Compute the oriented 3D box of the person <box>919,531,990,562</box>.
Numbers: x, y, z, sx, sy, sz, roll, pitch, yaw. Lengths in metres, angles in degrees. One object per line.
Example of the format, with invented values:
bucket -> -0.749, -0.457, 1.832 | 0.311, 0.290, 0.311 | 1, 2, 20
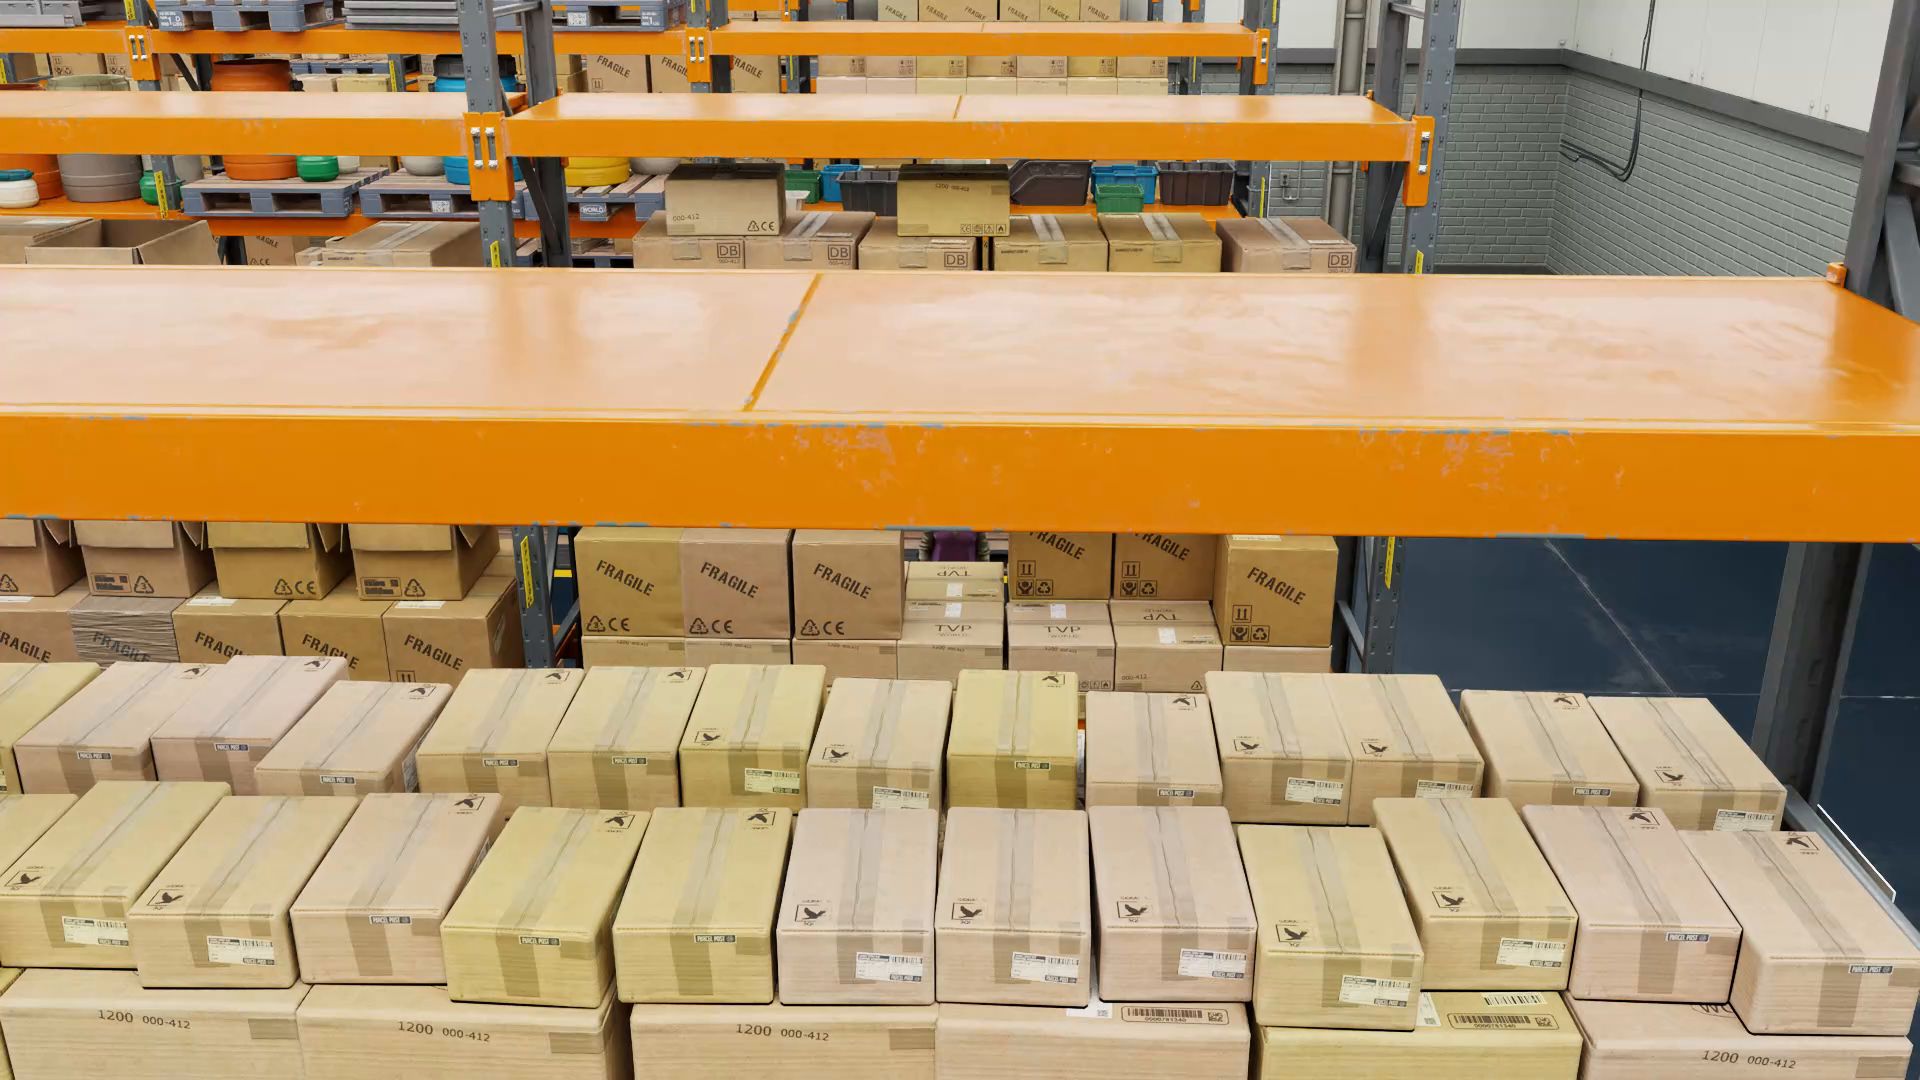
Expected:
person -> -0.044, 0.279, 10.872 | 0.484, 1.594, 0.340 | 0, 21, -1
